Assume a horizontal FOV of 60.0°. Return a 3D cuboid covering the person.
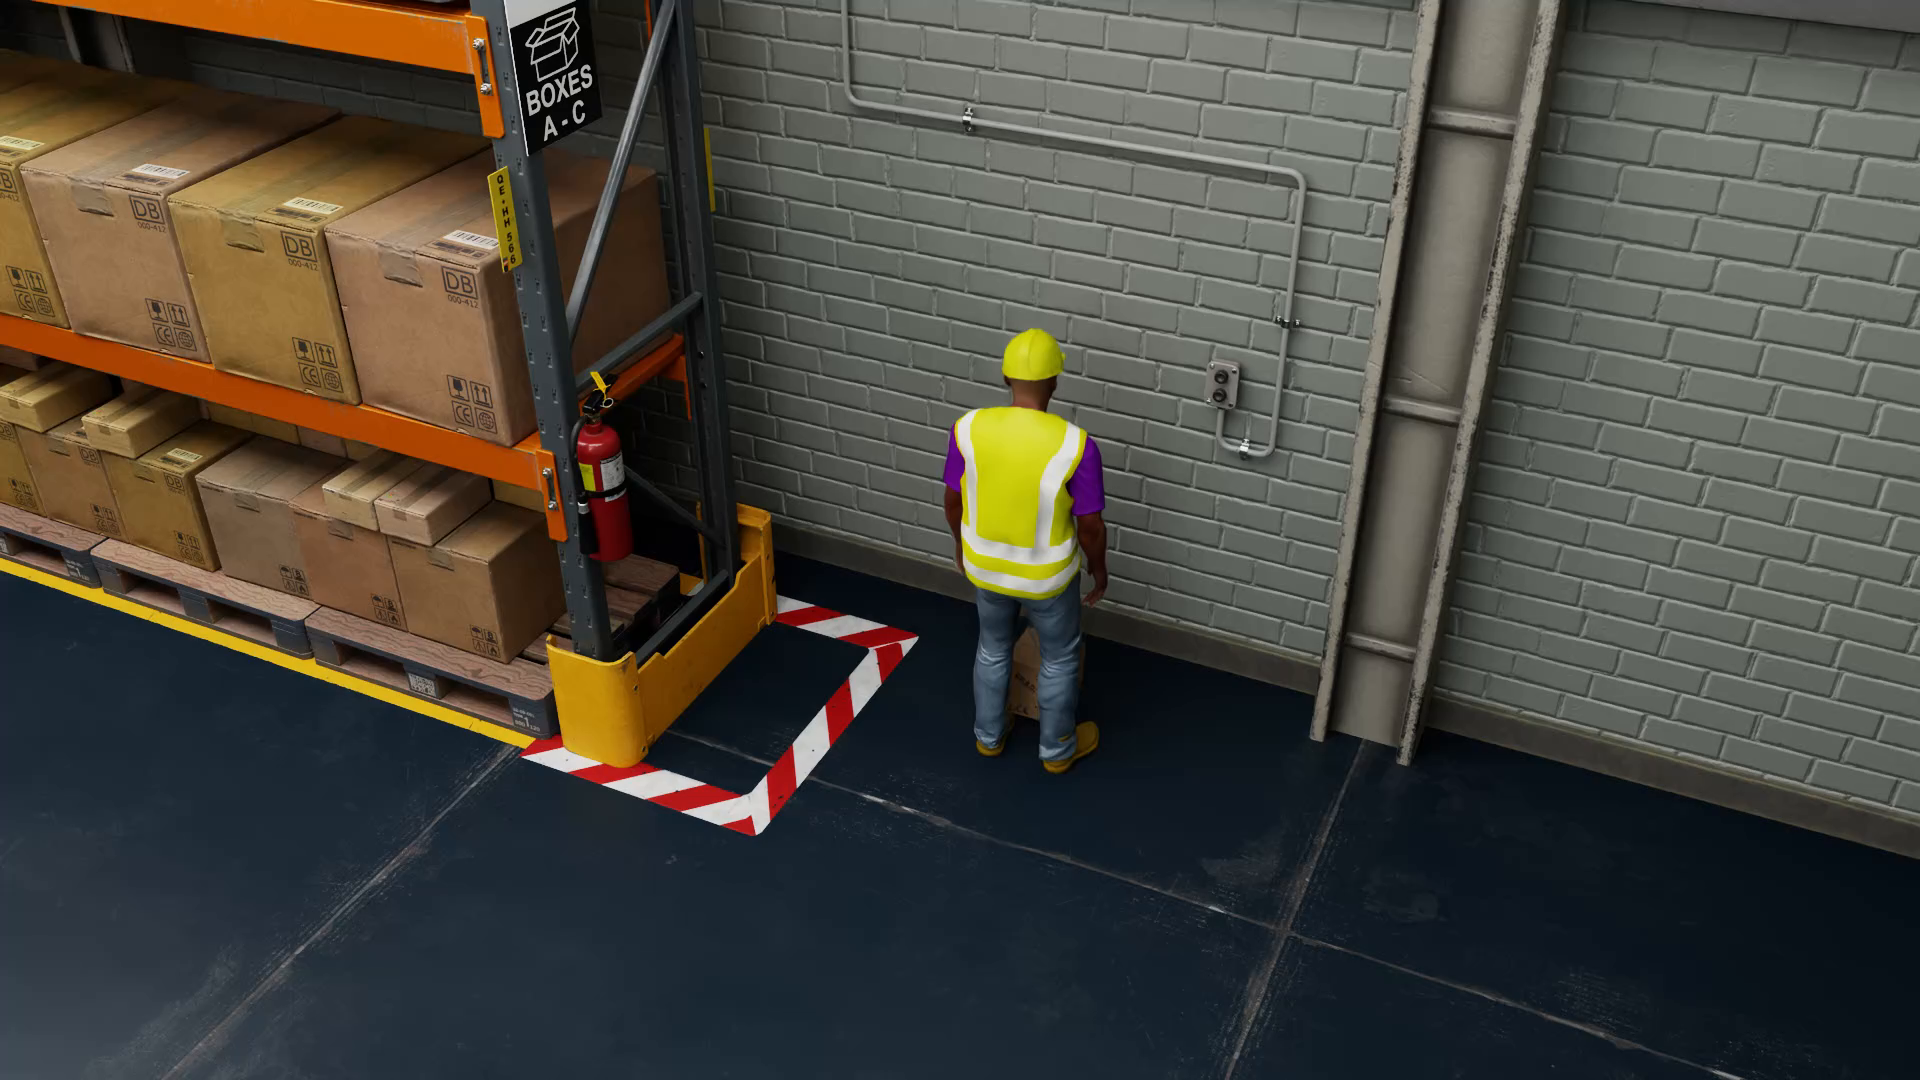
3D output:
[{"bbox_3d":[0.240,0.070,6.020,0.606,1.758,0.449,13,36,19],"label":"person"}]
